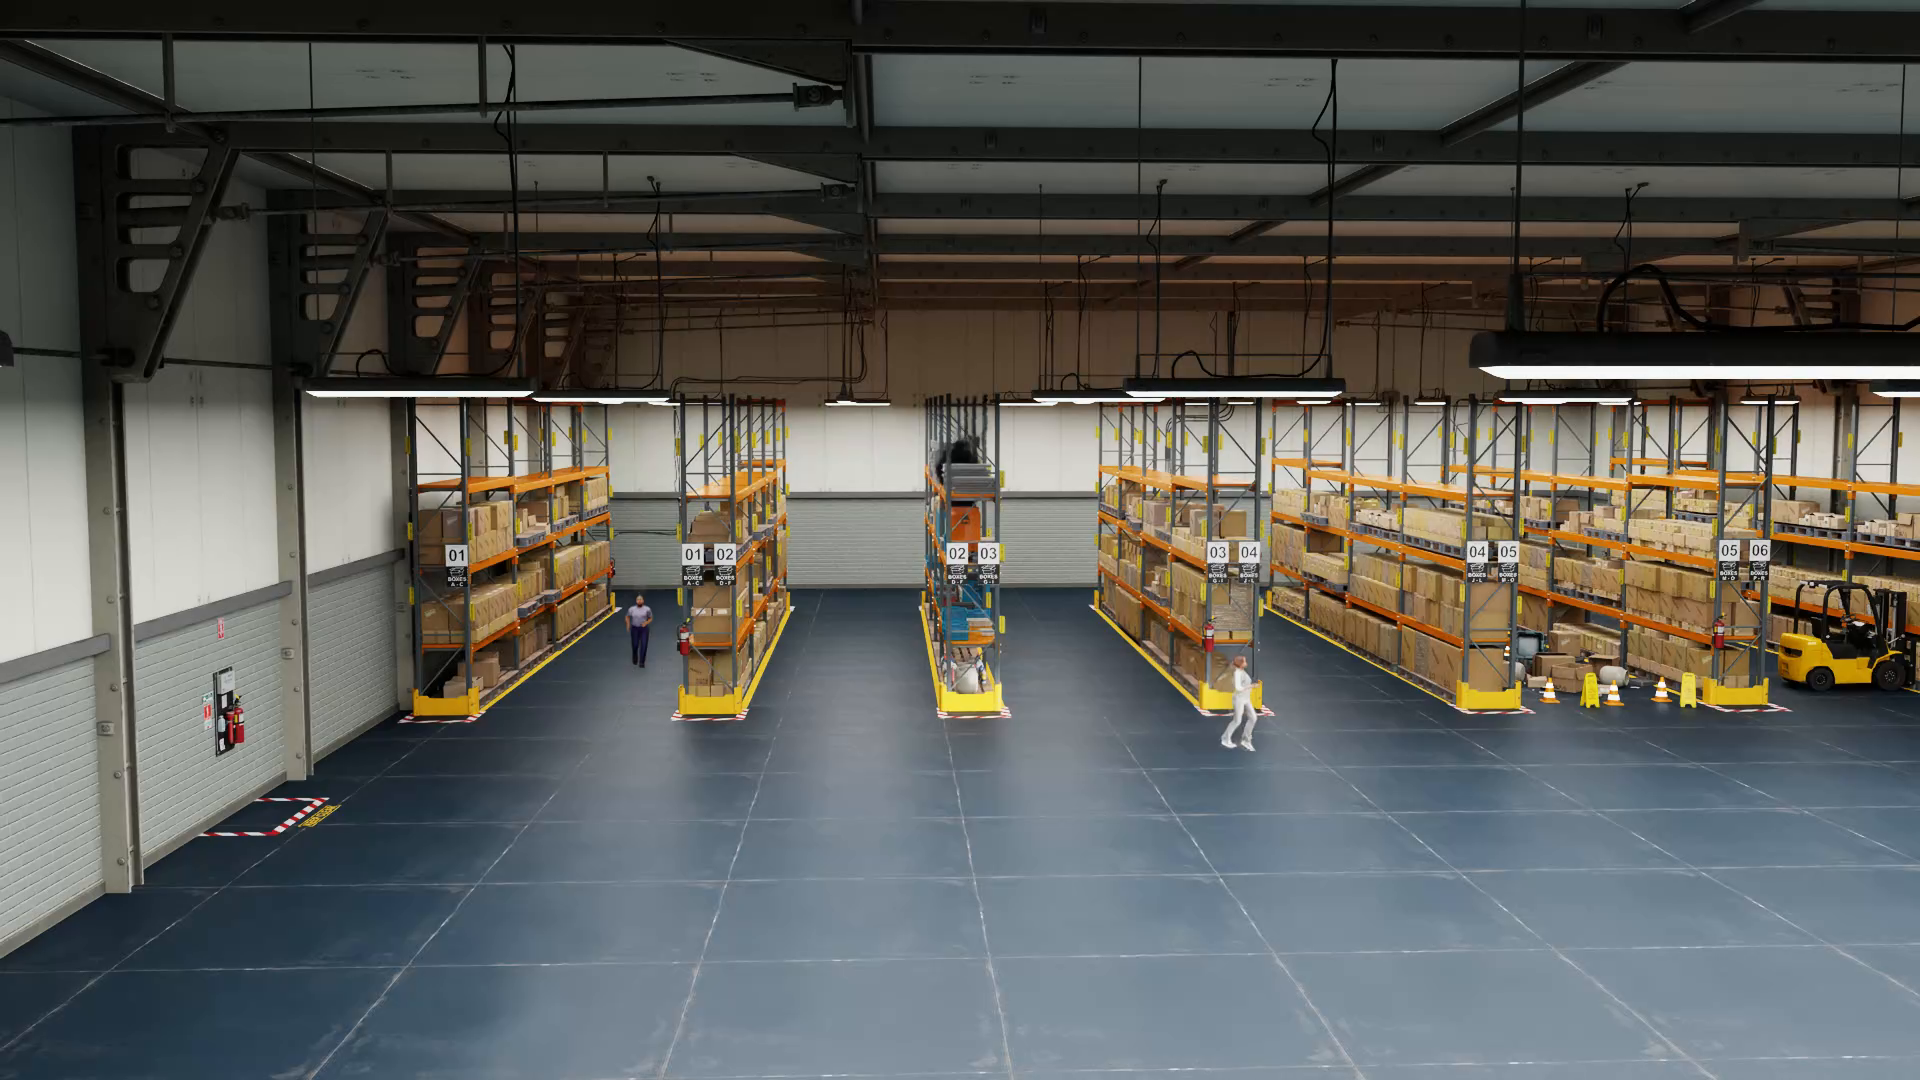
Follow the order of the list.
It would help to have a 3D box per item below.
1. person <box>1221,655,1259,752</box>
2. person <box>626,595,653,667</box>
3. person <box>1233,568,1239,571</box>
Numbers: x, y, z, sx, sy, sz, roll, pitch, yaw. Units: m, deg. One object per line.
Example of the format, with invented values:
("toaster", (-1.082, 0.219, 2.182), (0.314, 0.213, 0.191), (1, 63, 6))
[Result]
("person", (4.694, 2.732, 27.761), (0.667, 1.639, 0.514), (2, 5, 29))
("person", (-7.069, 2.019, 36.709), (0.606, 1.600, 0.556), (-1, 5, -12))
("person", (7.676, 1.212, 46.030), (0.701, 1.732, 0.591), (-1, 5, -7))
